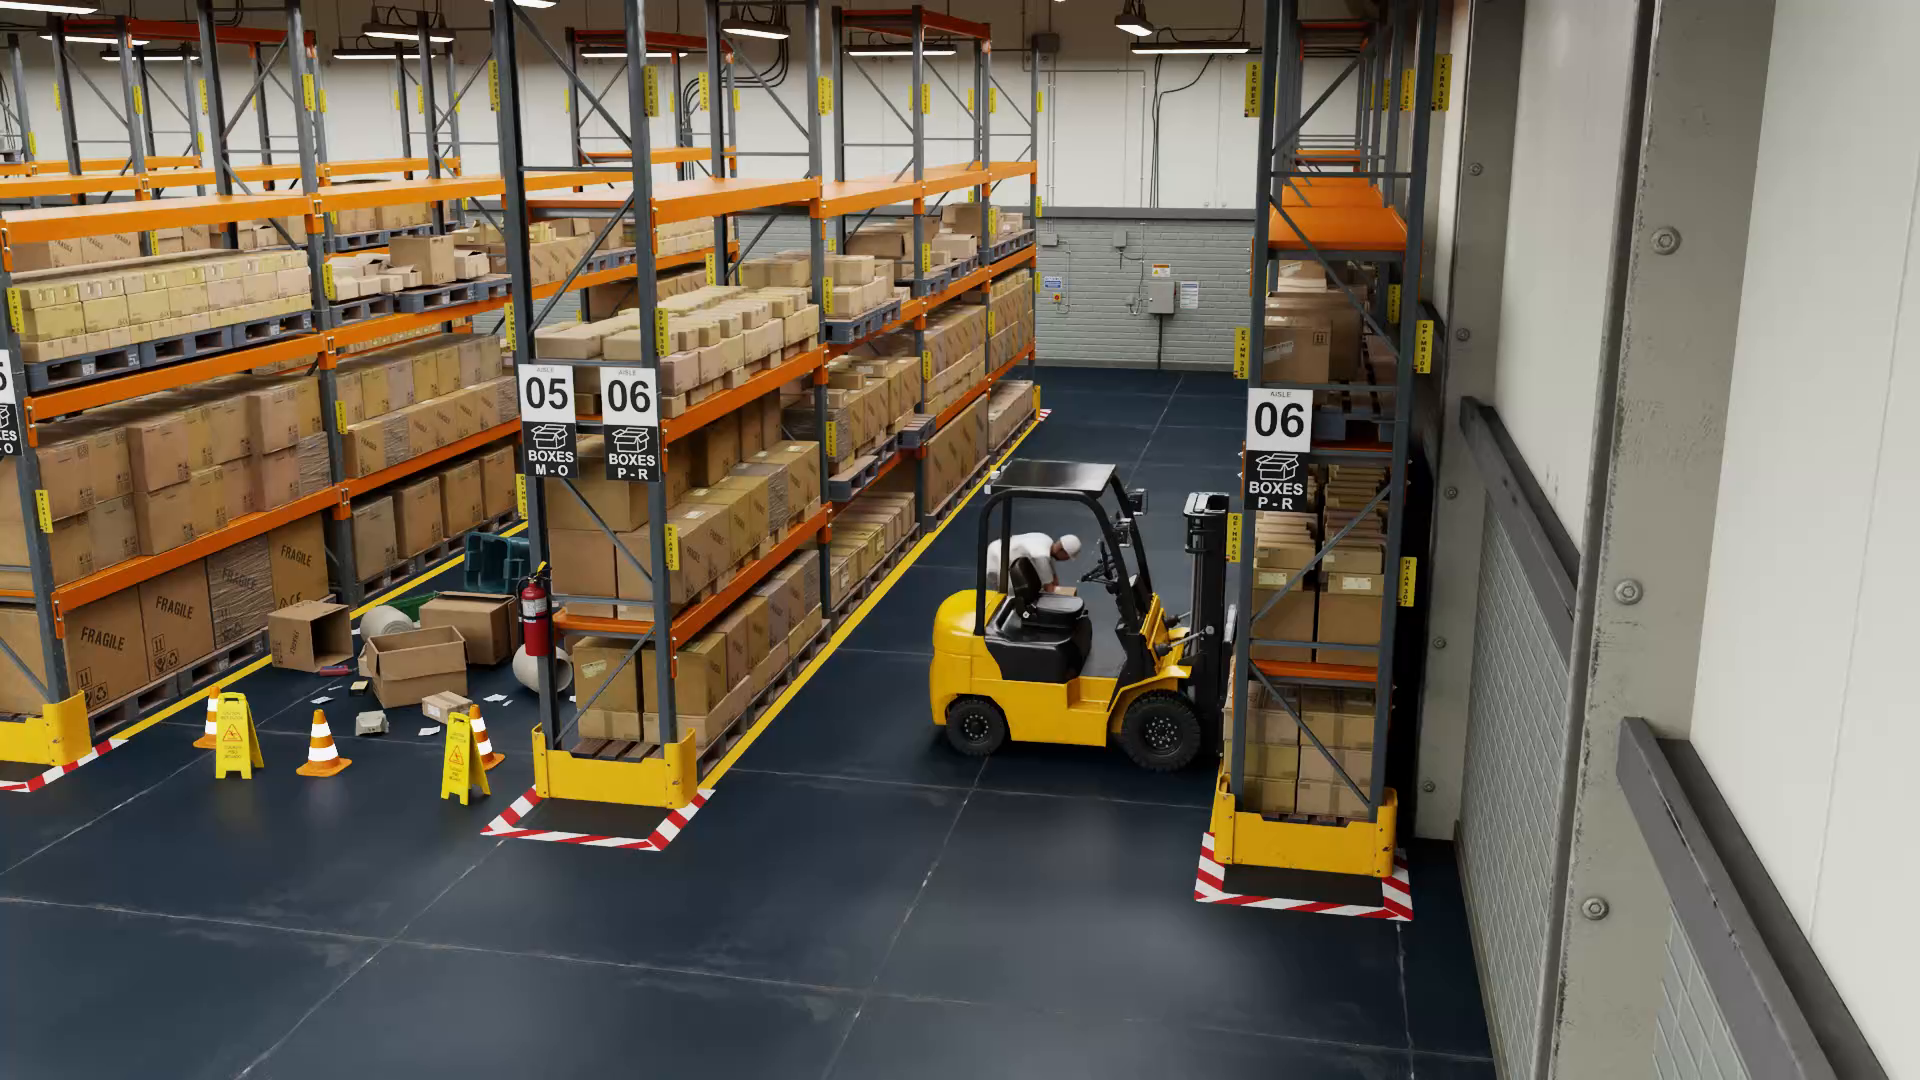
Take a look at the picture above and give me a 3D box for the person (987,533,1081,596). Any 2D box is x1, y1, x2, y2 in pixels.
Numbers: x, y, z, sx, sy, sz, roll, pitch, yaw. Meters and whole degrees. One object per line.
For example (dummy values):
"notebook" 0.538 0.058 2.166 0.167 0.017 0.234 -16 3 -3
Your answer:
"person" 0.660 0.425 15.882 0.976 1.005 0.545 2 15 9
